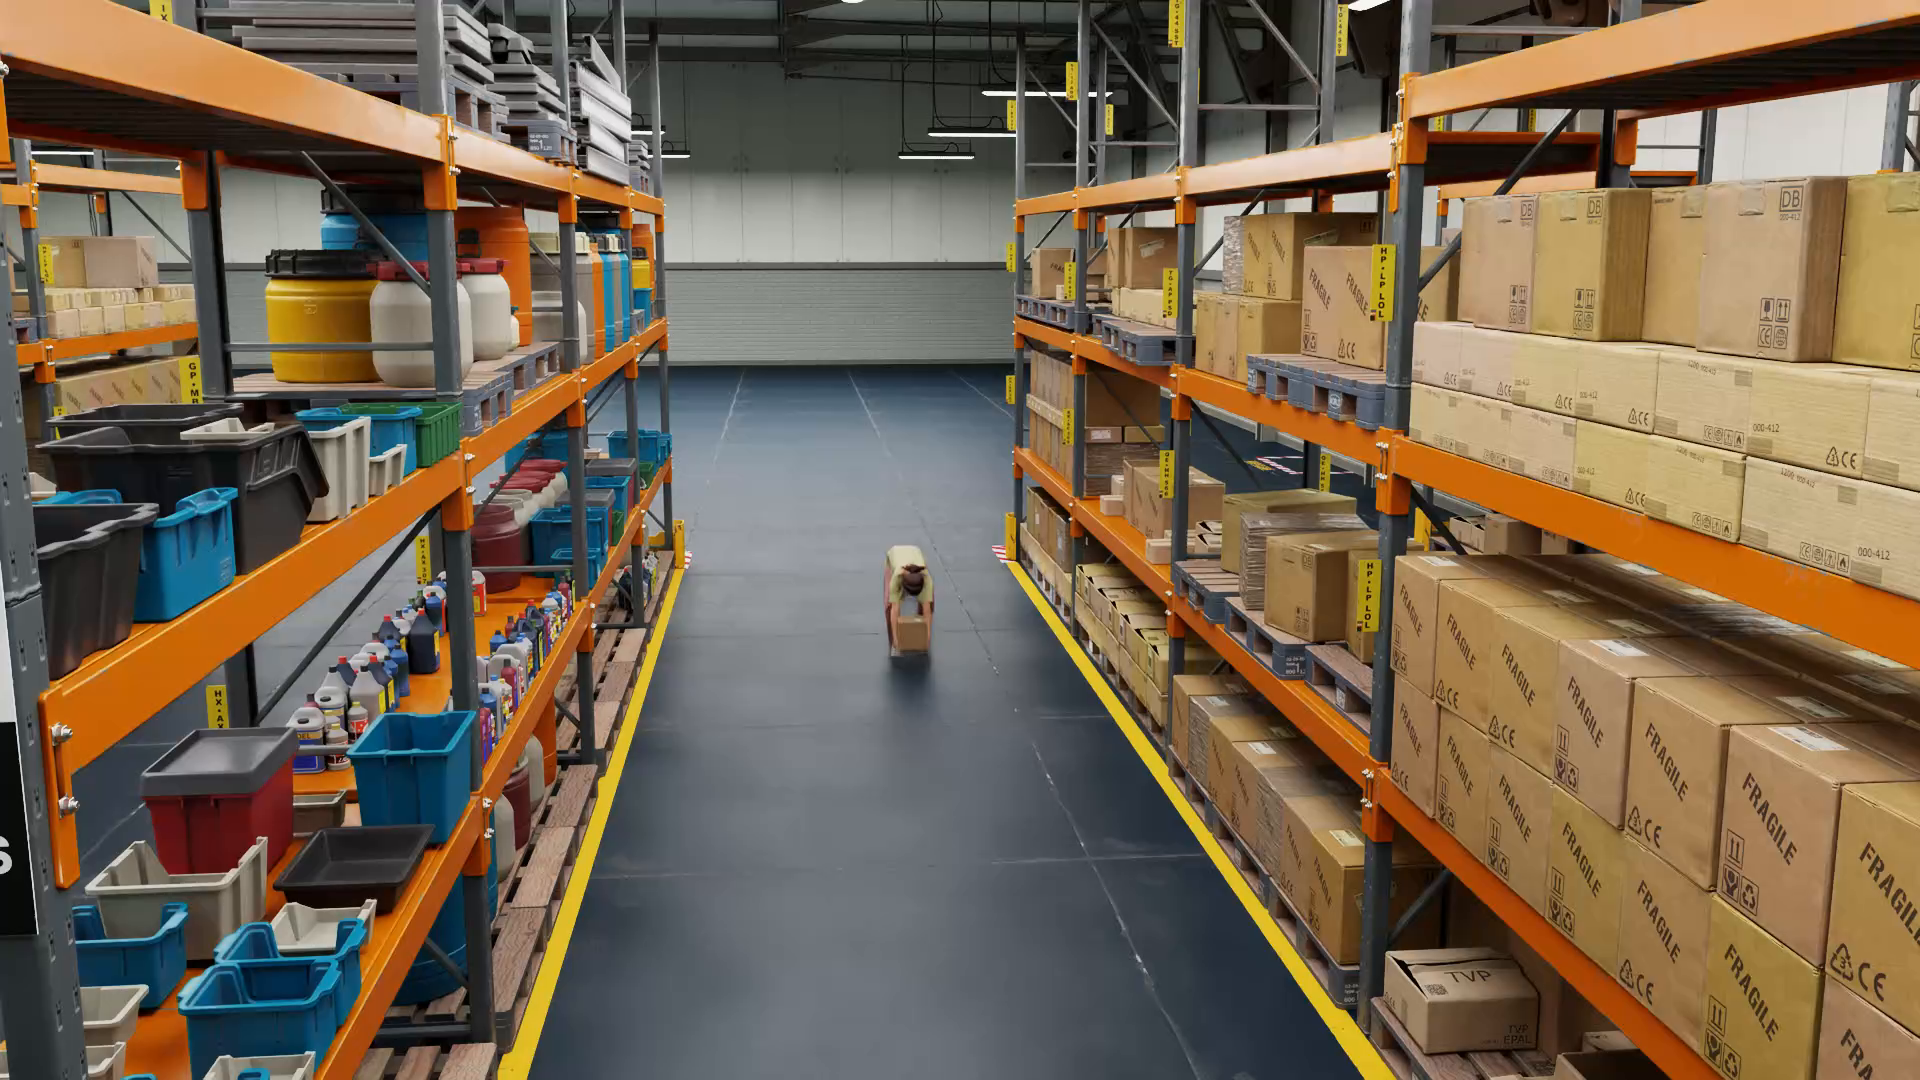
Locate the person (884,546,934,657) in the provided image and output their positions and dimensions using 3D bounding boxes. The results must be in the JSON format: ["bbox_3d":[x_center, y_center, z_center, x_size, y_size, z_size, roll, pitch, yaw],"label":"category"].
[{"bbox_3d":[-0.445,0.570,14.706,0.447,0.973,0.860,-2,10,-9],"label":"person"}]
